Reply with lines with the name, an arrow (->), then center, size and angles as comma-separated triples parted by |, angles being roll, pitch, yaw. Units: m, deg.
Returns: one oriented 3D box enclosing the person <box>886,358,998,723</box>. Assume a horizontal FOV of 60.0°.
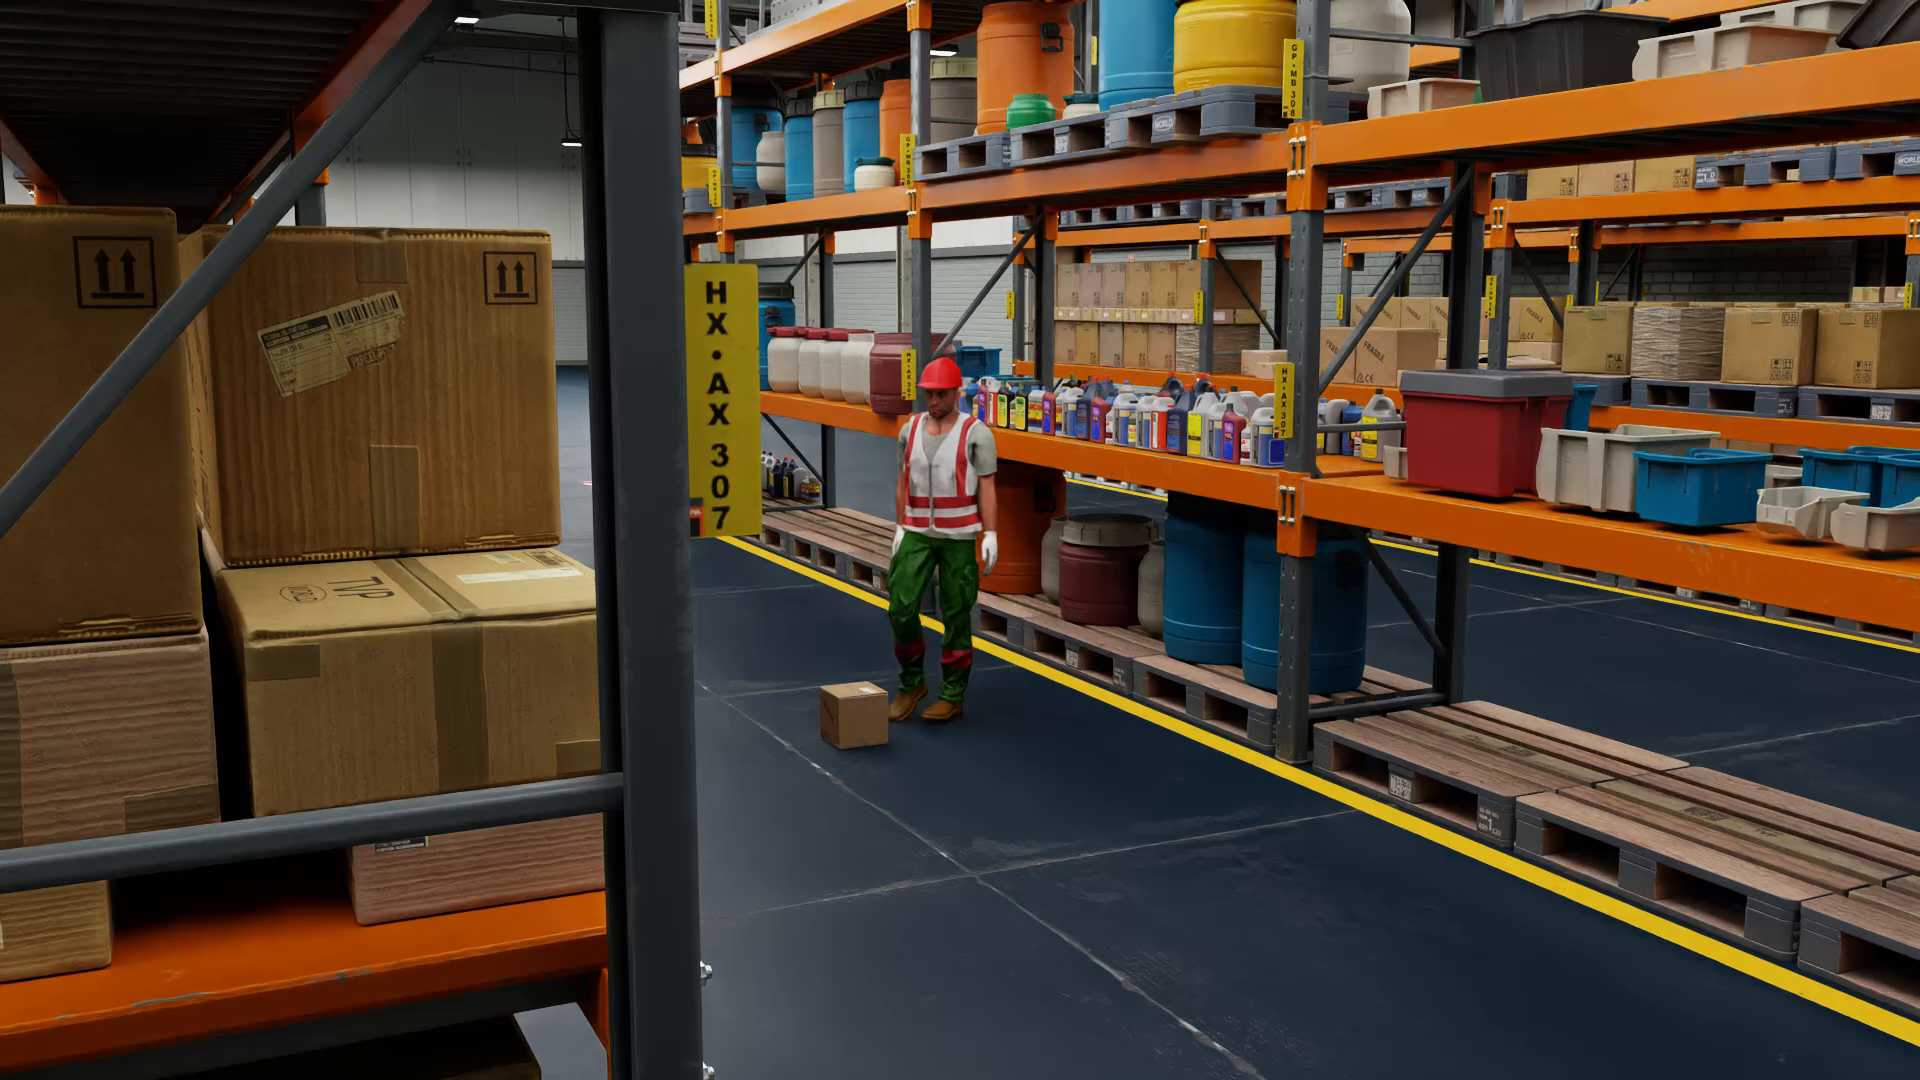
person -> -0.093, 0.016, 8.149 | 0.568, 1.806, 0.441 | 3, 9, 18
